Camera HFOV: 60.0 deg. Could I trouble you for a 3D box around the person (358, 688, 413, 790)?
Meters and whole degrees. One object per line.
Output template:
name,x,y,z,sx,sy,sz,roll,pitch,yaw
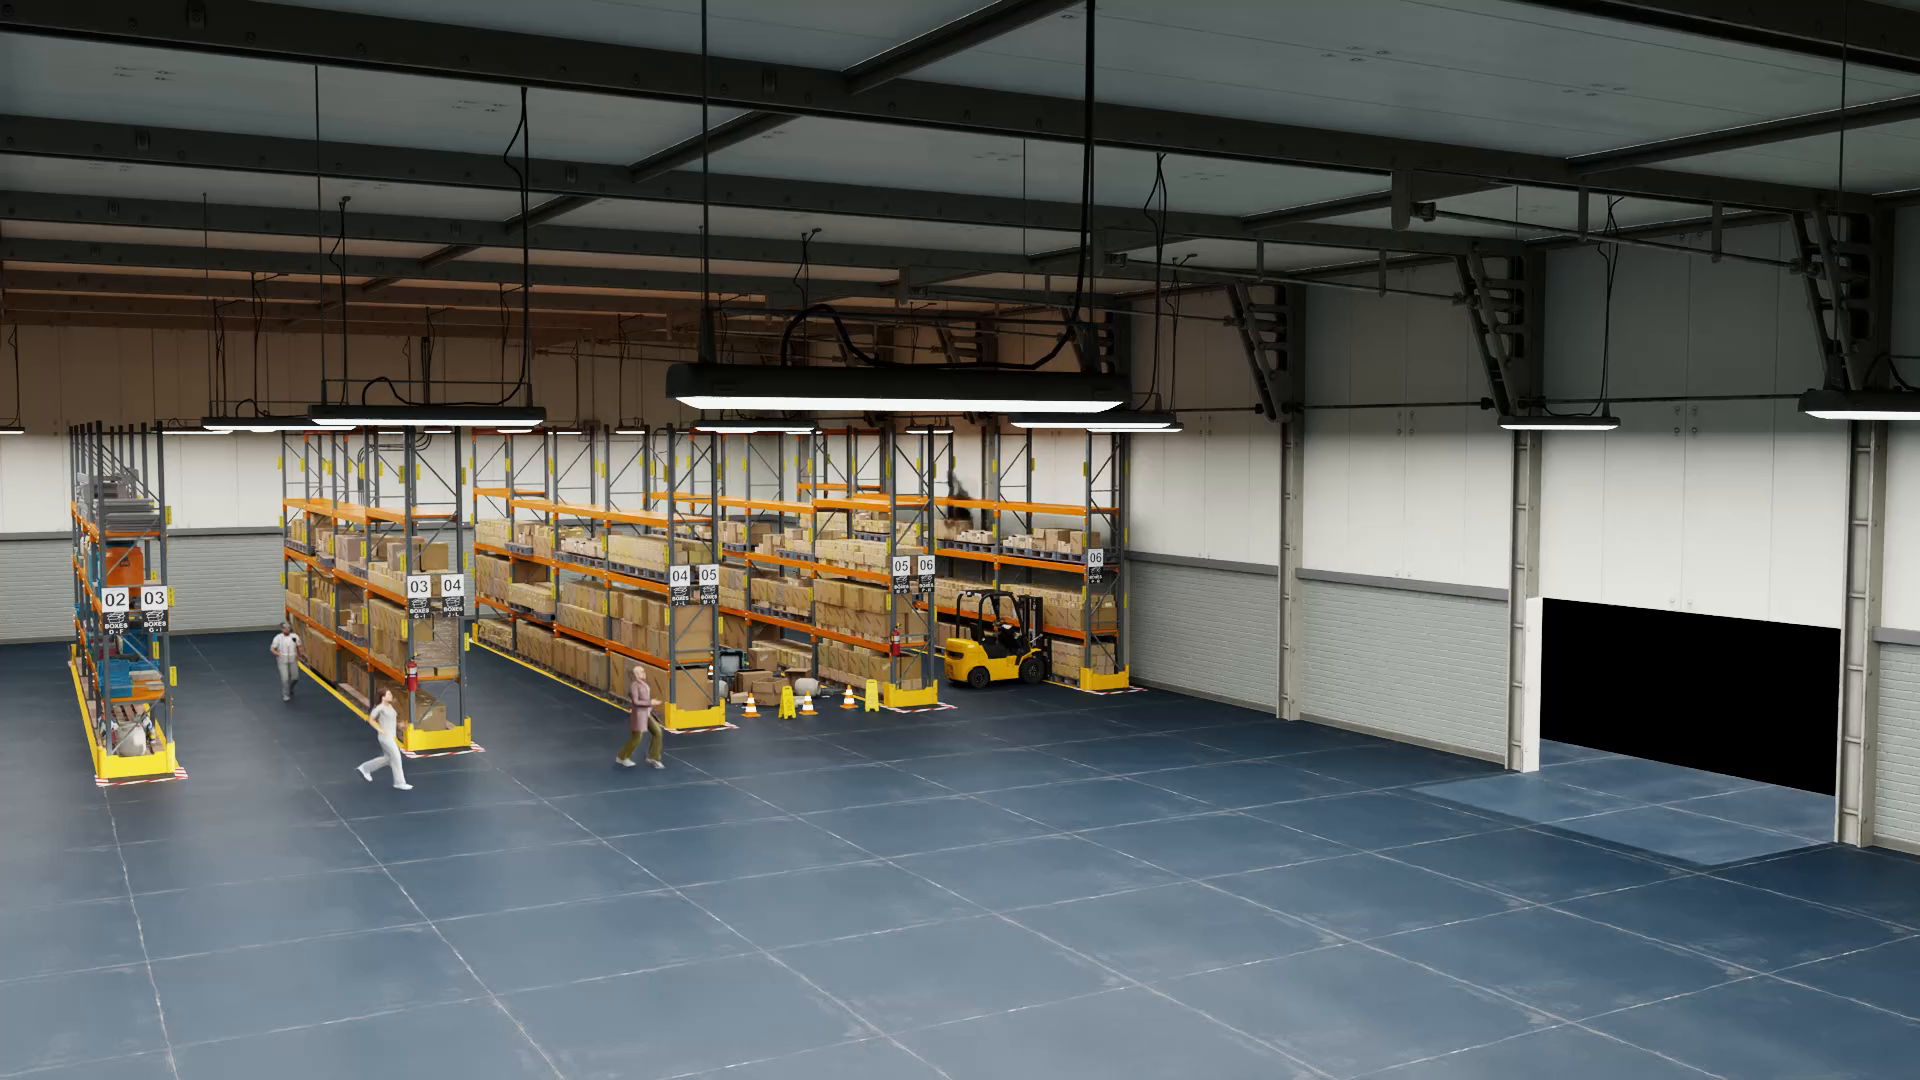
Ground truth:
person,-9.361,3.232,27.028,0.894,1.665,0.567,0,4,0

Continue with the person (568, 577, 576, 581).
person,-11.229,1.891,49.588,0.964,1.627,0.657,-2,4,-31

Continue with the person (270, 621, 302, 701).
person,-14.626,2.618,36.167,0.659,1.732,0.600,-2,4,-32

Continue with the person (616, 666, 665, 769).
person,-5.527,3.080,28.709,0.858,1.830,0.712,1,4,13
